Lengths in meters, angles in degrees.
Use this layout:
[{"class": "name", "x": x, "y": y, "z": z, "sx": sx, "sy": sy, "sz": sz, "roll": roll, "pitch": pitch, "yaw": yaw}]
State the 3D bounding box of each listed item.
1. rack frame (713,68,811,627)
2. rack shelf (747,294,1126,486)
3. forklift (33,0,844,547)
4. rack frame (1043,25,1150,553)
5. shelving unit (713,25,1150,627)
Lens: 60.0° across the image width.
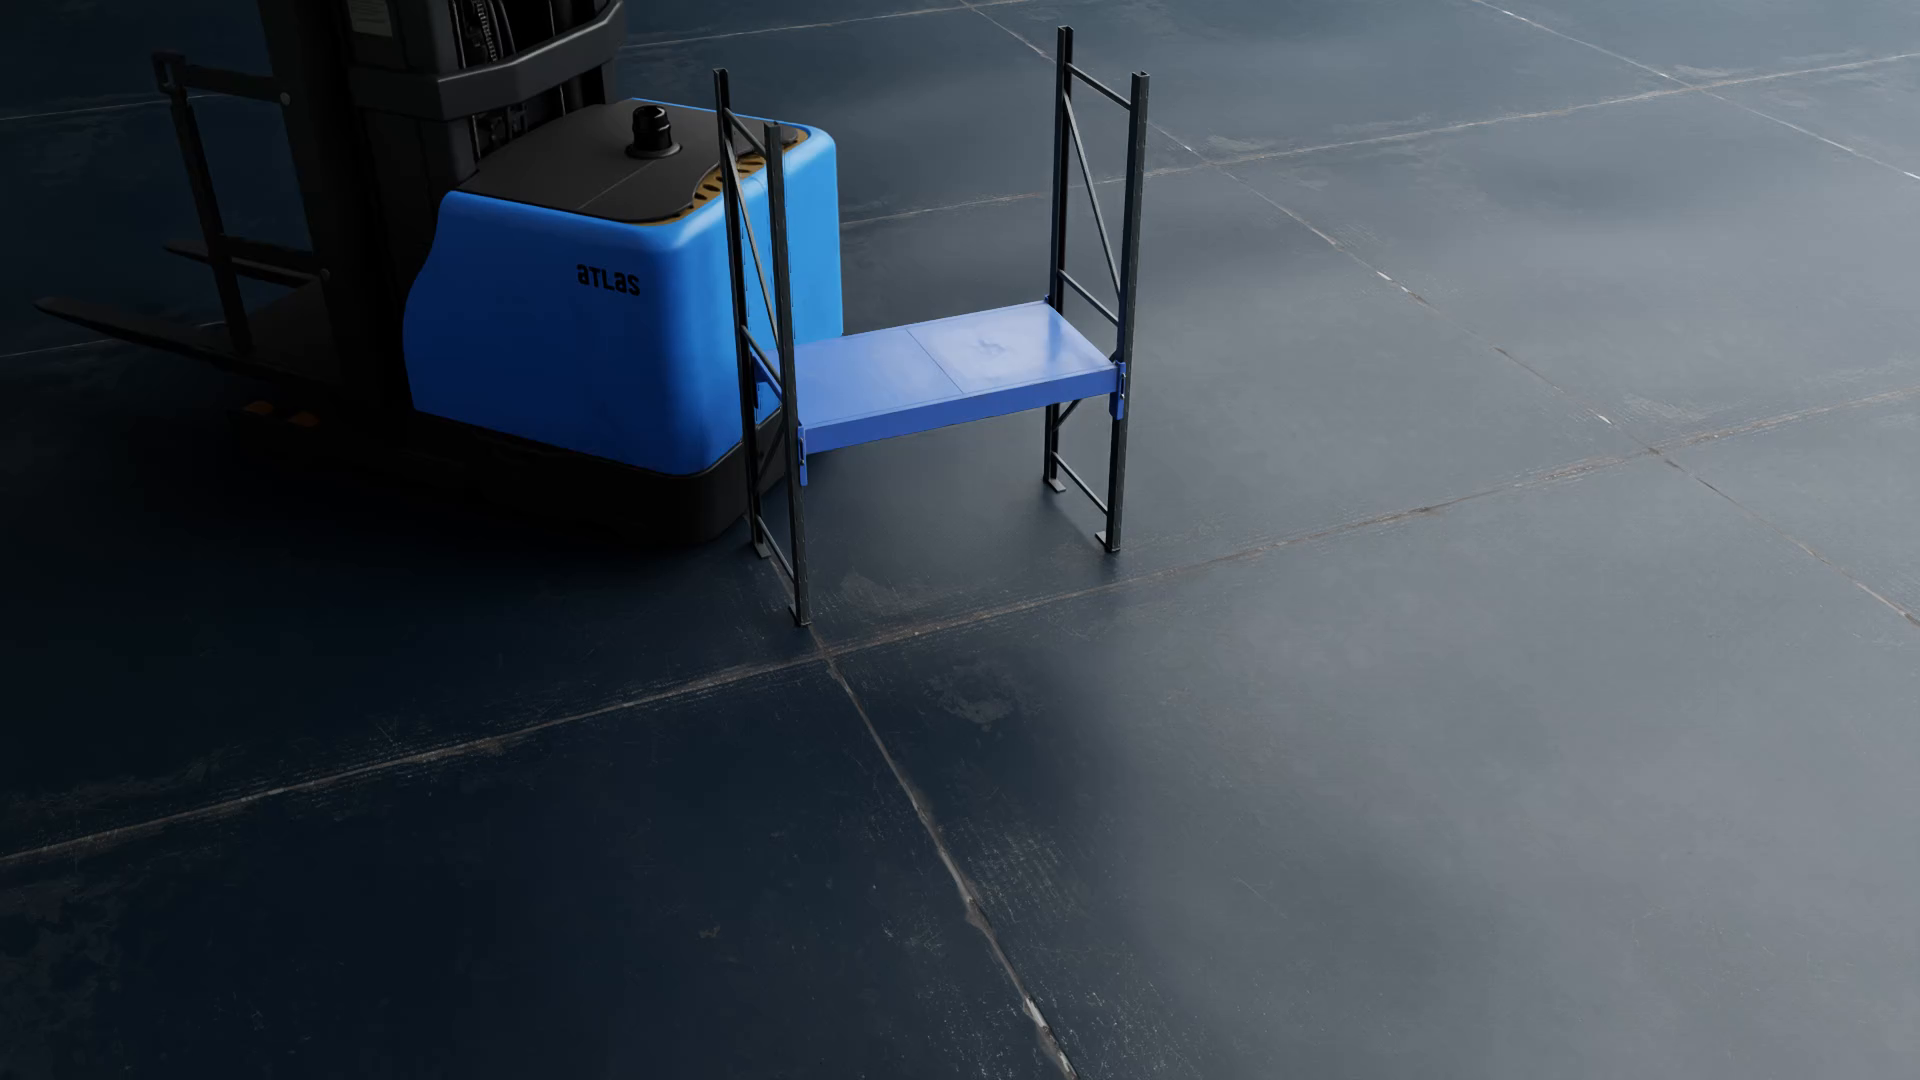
[{"class": "rack frame", "x": -0.547, "y": -0.503, "z": 4.648, "sx": 0.032, "sy": 1.500, "sz": 0.500, "roll": -13, "pitch": 35, "yaw": -19}, {"class": "rack shelf", "x": -0.079, "y": -0.460, "z": 4.911, "sx": 1.000, "sy": 0.185, "sz": 0.538, "roll": -13, "pitch": 35, "yaw": -19}, {"class": "forklift", "x": -1.941, "y": -1.740, "z": 5.236, "sx": 3.031, "sy": 2.935, "sz": 1.130, "roll": 14, "pitch": 36, "yaw": 21}, {"class": "rack frame", "x": 0.390, "y": -0.718, "z": 4.978, "sx": 0.032, "sy": 1.500, "sz": 0.500, "roll": -13, "pitch": 35, "yaw": -19}, {"class": "shelving unit", "x": -0.079, "y": -0.611, "z": 4.813, "sx": 1.048, "sy": 1.500, "sz": 0.538, "roll": -13, "pitch": 35, "yaw": -19}]
